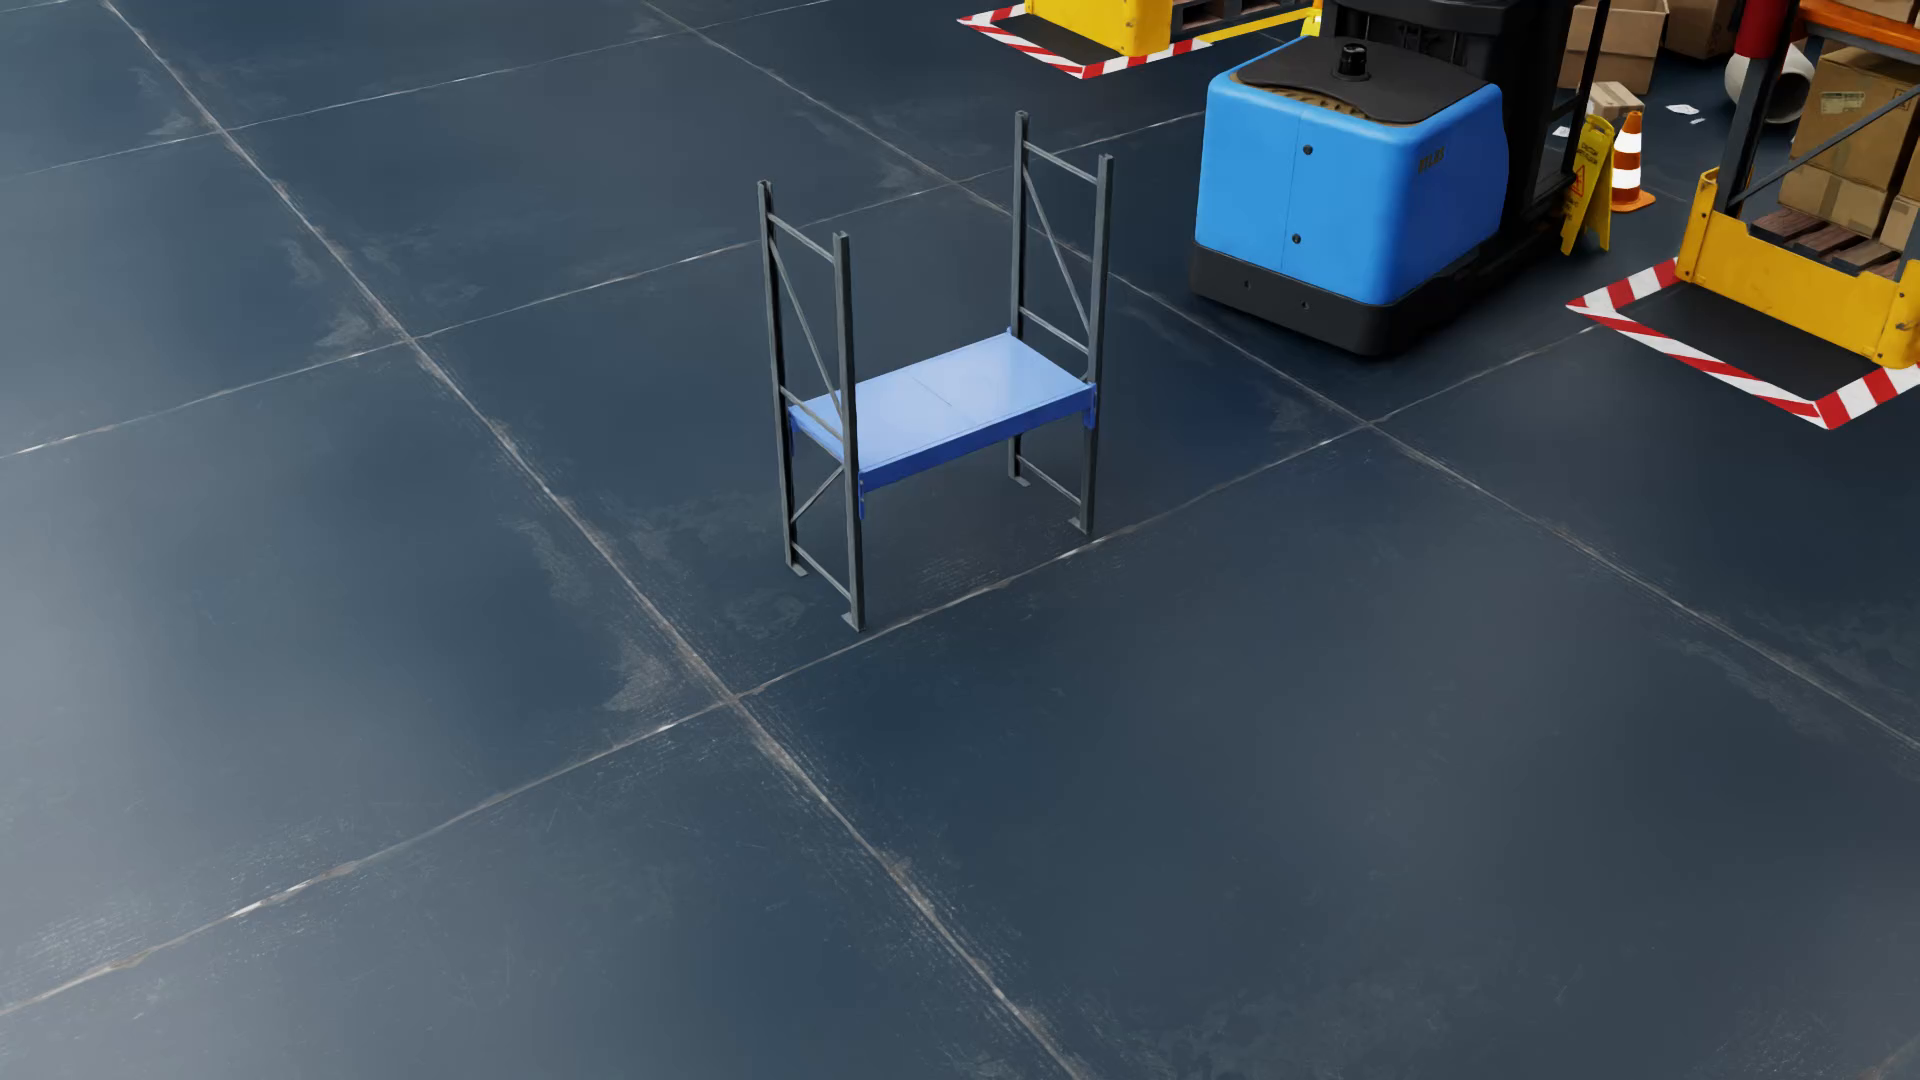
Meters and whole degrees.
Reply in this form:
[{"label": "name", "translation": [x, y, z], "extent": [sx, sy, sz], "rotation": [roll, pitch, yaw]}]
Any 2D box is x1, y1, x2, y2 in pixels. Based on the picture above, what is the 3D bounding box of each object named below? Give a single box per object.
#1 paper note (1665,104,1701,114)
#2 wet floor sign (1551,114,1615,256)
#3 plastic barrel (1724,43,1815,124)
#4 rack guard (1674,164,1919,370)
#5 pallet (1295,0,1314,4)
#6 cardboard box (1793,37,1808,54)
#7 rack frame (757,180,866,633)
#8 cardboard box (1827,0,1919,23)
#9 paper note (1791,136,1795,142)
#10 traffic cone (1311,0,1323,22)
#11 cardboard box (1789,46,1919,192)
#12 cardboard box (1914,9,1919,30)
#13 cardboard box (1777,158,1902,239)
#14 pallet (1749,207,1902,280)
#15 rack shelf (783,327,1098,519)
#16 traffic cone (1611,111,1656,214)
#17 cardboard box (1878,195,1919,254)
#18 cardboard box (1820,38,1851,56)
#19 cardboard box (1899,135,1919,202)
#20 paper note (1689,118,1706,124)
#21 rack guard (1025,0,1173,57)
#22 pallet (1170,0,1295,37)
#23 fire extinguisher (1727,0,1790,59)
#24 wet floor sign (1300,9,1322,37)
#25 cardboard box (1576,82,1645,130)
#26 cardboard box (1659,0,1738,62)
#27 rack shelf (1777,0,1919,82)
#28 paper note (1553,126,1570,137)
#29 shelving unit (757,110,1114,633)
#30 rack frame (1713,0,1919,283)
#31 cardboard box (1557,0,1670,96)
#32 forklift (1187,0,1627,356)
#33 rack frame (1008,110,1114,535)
[{"label": "paper note", "translation": [4.247, -2.533, 9.756], "extent": [0.142, 0.019, 0.148], "rotation": [-9, 37, -12]}, {"label": "wet floor sign", "translation": [3.069, -1.752, 8.133], "extent": [0.232, 0.644, 0.267], "rotation": [-9, 37, -12]}, {"label": "plastic barrel", "translation": [4.657, -2.632, 9.547], "extent": [0.421, 0.421, 0.512], "rotation": [3, 36, 4]}, {"label": "rack guard", "translation": [3.903, -1.272, 7.590], "extent": [0.348, 0.500, 1.175], "rotation": [-22, 41, -28]}, {"label": "pallet", "translation": [2.511, -4.172, 11.869], "extent": [1.213, 0.211, 1.003], "rotation": [-22, 41, -28]}, {"label": "cardboard box", "translation": [5.208, -3.247, 10.537], "extent": [0.258, 0.266, 0.396], "rotation": [9, 37, 12]}, {"label": "rack frame", "translation": [-0.485, -0.409, 5.534], "extent": [0.032, 1.500, 0.500], "rotation": [-22, 41, -28]}, {"label": "cardboard box", "translation": [4.023, -2.387, 7.215], "extent": [0.250, 0.149, 0.380], "rotation": [-21, 41, -26]}, {"label": "paper note", "translation": [4.749, -2.240, 9.338], "extent": [0.142, 0.019, 0.148], "rotation": [22, 41, 28]}, {"label": "traffic cone", "translation": [2.159, -3.060, 10.109], "extent": [0.334, 0.463, 0.336], "rotation": [-22, 41, -28]}, {"label": "cardboard box", "translation": [4.345, -2.013, 7.834], "extent": [0.500, 0.500, 0.500], "rotation": [-22, 41, -28]}, {"label": "cardboard box", "translation": [4.237, -2.174, 6.919], "extent": [0.250, 0.149, 0.380], "rotation": [-22, 41, -28]}, {"label": "cardboard box", "translation": [4.366, -1.723, 8.073], "extent": [0.500, 0.250, 0.500], "rotation": [-23, 41, -28]}, {"label": "pallet", "translation": [4.587, -1.411, 8.031], "extent": [1.213, 0.211, 1.003], "rotation": [-22, 41, -28]}, {"label": "rack shelf", "translation": [-0.070, -0.434, 5.877], "extent": [1.000, 0.185, 0.538], "rotation": [-22, 41, -28]}, {"label": "traffic cone", "translation": [3.449, -1.991, 8.622], "extent": [0.334, 0.463, 0.336], "rotation": [-22, 41, -28]}, {"label": "cardboard box", "translation": [4.659, -1.454, 7.699], "extent": [0.500, 0.250, 0.500], "rotation": [-23, 42, -28]}, {"label": "cardboard box", "translation": [5.450, -2.882, 9.826], "extent": [0.500, 0.500, 0.500], "rotation": [3, 36, 4]}, {"label": "cardboard box", "translation": [4.678, -1.767, 7.491], "extent": [0.500, 0.500, 0.500], "rotation": [-24, 42, -29]}, {"label": "paper note", "translation": [4.262, -2.421, 9.607], "extent": [0.123, 0.001, 0.032], "rotation": [-22, 41, -28]}, {"label": "rack guard", "translation": [0.887, -3.566, 10.781], "extent": [0.348, 0.500, 1.175], "rotation": [-22, 41, -28]}, {"label": "pallet", "translation": [1.515, -3.764, 11.302], "extent": [1.213, 0.211, 1.003], "rotation": [-22, 41, -28]}, {"label": "fire extinguisher", "translation": [3.482, -2.411, 7.099], "extent": [0.183, 0.674, 0.296], "rotation": [-22, 41, -28]}, {"label": "wet floor sign", "translation": [2.023, -2.679, 9.422], "extent": [0.267, 0.644, 0.232], "rotation": [30, 45, 35]}, {"label": "cardboard box", "translation": [3.748, -2.508, 9.610], "extent": [0.250, 0.149, 0.380], "rotation": [-3, 36, -4]}, {"label": "cardboard box", "translation": [4.577, -3.420, 10.458], "extent": [0.503, 0.637, 0.797], "rotation": [-22, 41, -28]}, {"label": "rack shelf", "translation": [5.475, -2.642, 7.970], "extent": [4.000, 0.370, 1.077], "rotation": [-22, 41, -28]}, {"label": "paper note", "translation": [3.467, -2.324, 9.454], "extent": [0.148, 0.019, 0.142], "rotation": [22, 41, 28]}, {"label": "shelving unit", "translation": [-0.070, -0.580, 5.772], "extent": [1.048, 1.500, 0.538], "rotation": [-22, 41, -28]}, {"label": "rack frame", "translation": [3.841, -2.261, 6.825], "extent": [0.127, 3.000, 1.000], "rotation": [-22, 41, -28]}, {"label": "cardboard box", "translation": [3.818, -3.047, 10.055], "extent": [0.797, 0.503, 0.637], "rotation": [9, 37, 12]}, {"label": "forklift", "translation": [2.420, -2.770, 7.592], "extent": [1.130, 2.935, 3.031], "rotation": [28, 44, 33]}, {"label": "rack frame", "translation": [0.346, -0.751, 6.010], "extent": [0.032, 1.500, 0.500], "rotation": [-22, 41, -28]}]
